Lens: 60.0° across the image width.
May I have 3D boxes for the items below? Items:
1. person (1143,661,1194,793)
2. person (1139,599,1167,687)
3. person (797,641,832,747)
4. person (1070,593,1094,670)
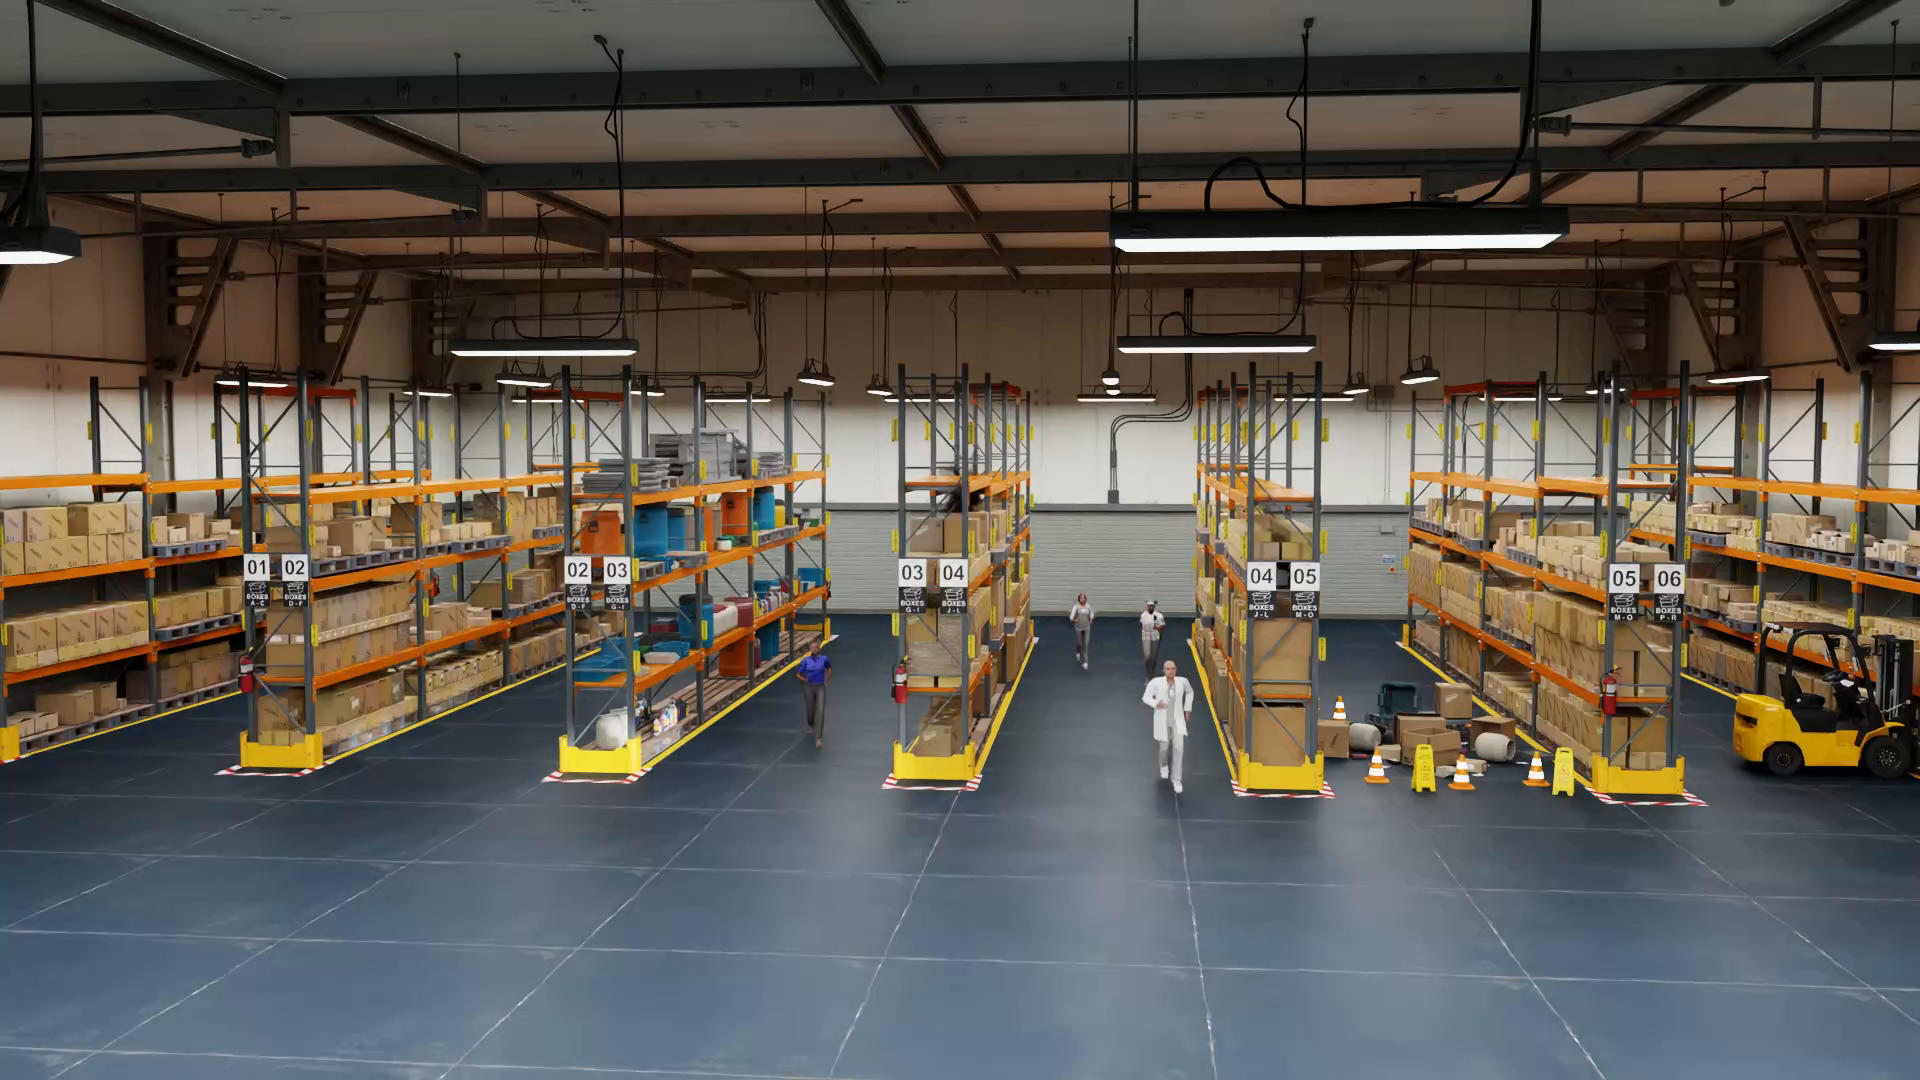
[{"bbox_3d":[2.964,2.700,23.634,0.741,1.601,1.023,0,4,1],"label":"person"},{"bbox_3d":[3.847,2.034,33.218,0.553,1.753,0.771,1,4,9],"label":"person"},{"bbox_3d":[-2.342,2.431,26.824,0.586,1.605,0.928,0,4,-7],"label":"person"},{"bbox_3d":[2.608,1.922,35.491,0.541,1.593,0.870,0,4,-5],"label":"person"}]
